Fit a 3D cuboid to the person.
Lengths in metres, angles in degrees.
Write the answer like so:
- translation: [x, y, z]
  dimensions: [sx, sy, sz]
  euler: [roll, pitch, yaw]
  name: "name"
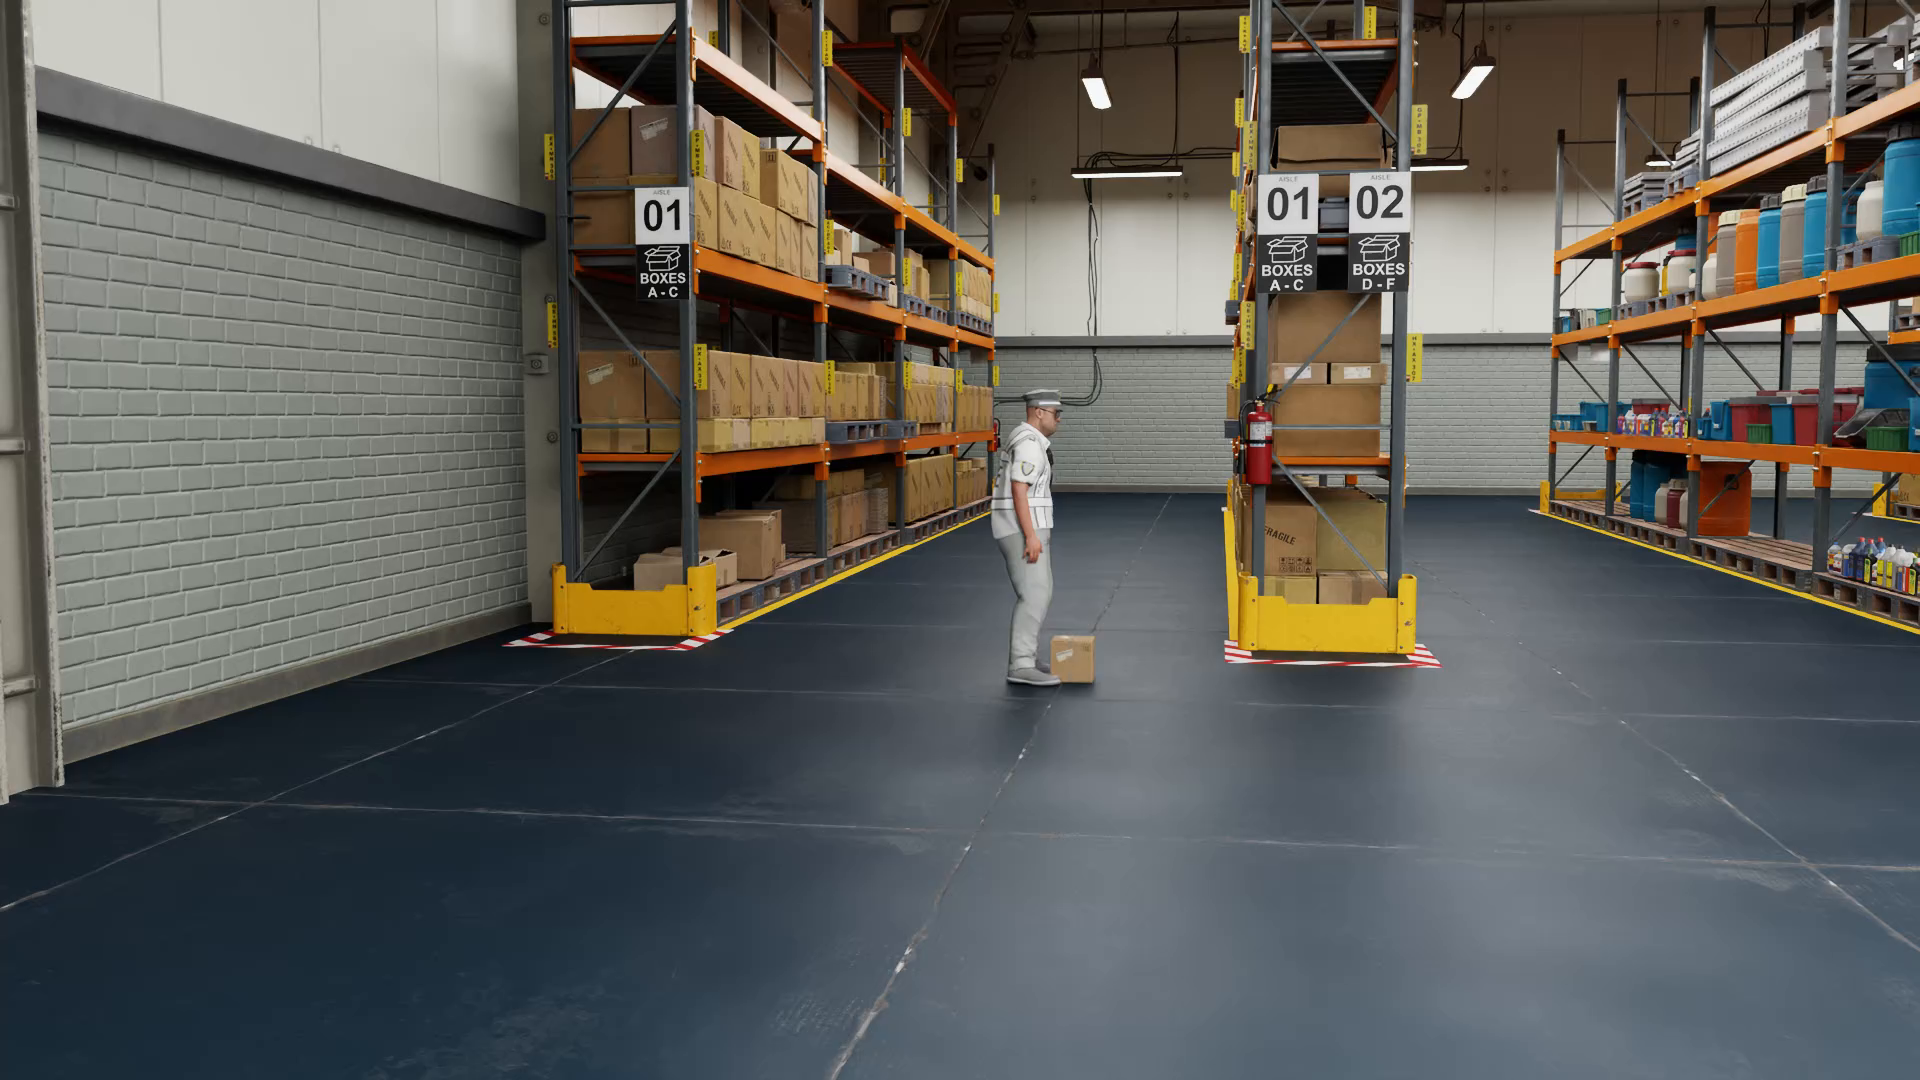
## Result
- translation: [0.405, -0.032, 10.007]
  dimensions: [0.436, 1.746, 0.590]
  euler: [0, 4, 6]
  name: "person"
